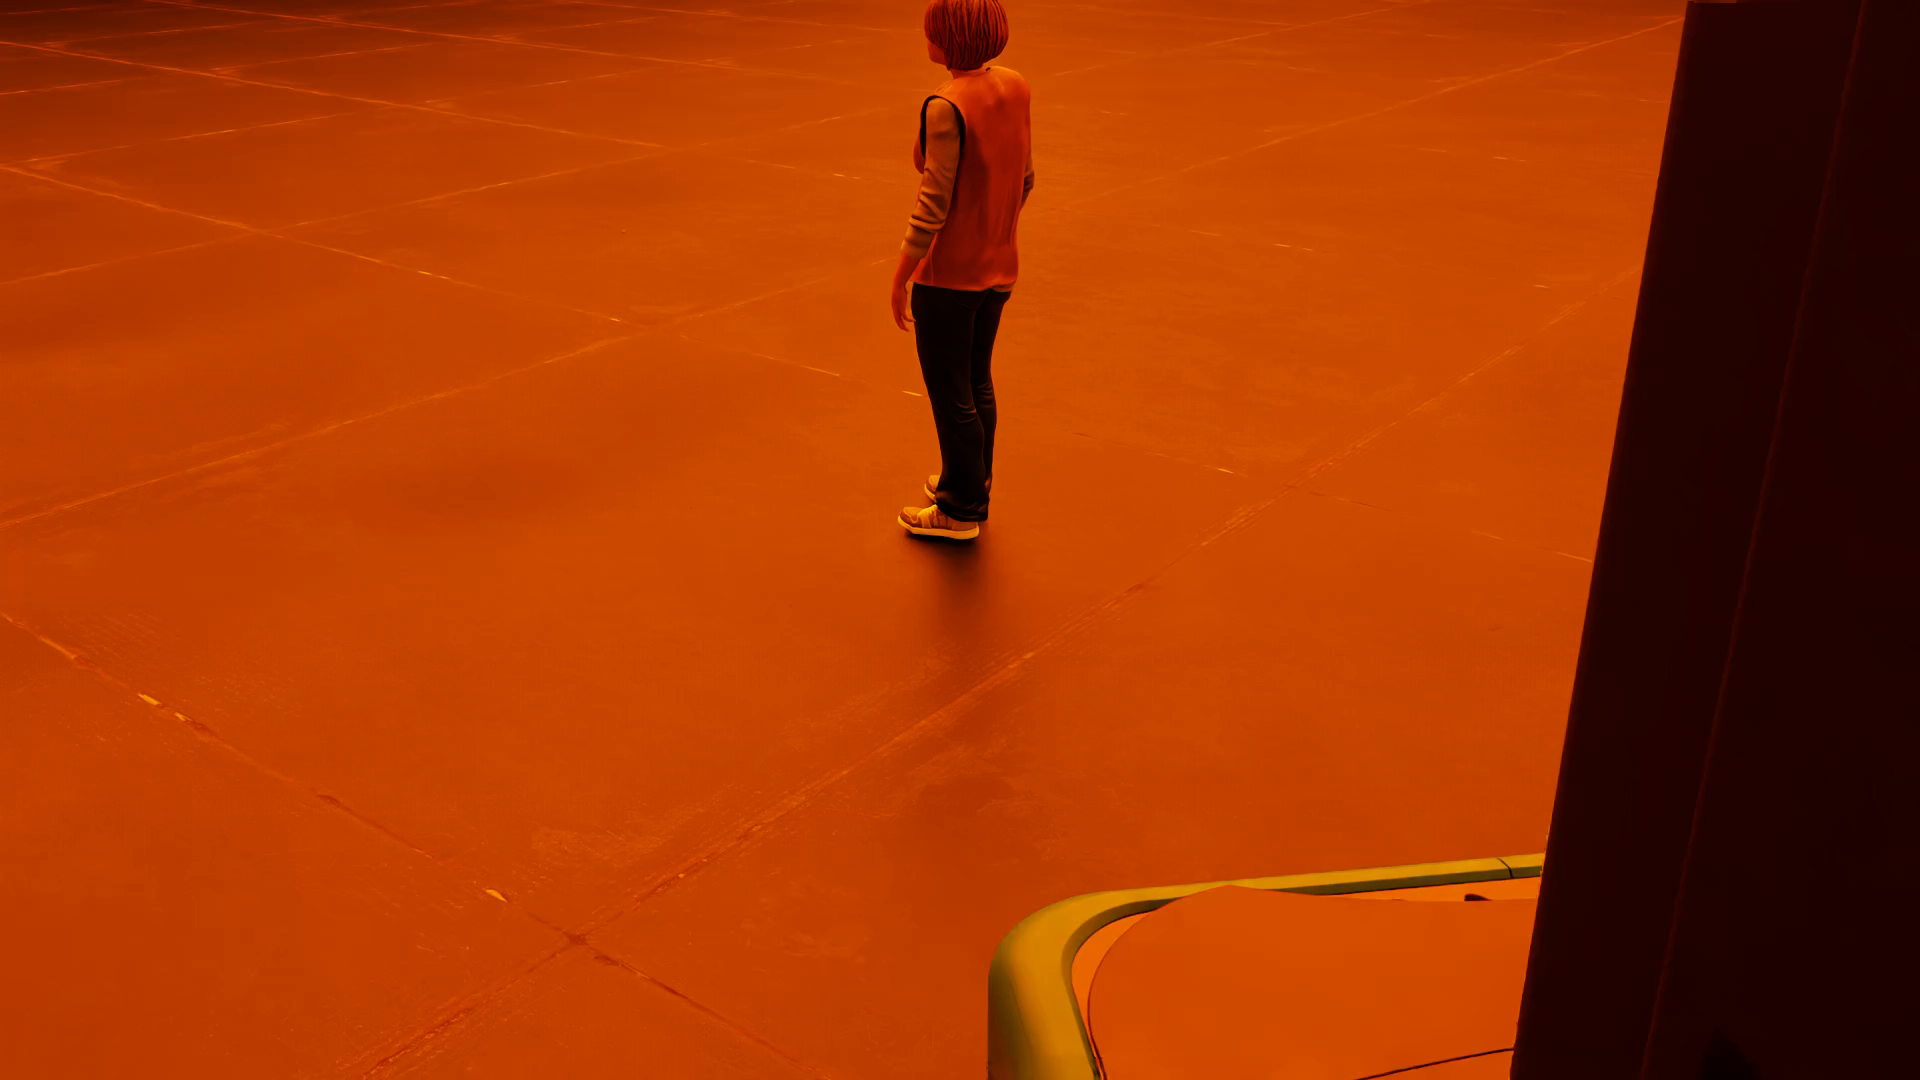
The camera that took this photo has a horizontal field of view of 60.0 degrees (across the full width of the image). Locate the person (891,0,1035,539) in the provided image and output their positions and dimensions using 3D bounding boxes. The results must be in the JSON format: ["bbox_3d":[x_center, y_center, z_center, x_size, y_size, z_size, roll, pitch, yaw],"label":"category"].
[{"bbox_3d":[-0.050,-0.762,4.745,0.476,1.597,0.520,17,29,34],"label":"person"}]
